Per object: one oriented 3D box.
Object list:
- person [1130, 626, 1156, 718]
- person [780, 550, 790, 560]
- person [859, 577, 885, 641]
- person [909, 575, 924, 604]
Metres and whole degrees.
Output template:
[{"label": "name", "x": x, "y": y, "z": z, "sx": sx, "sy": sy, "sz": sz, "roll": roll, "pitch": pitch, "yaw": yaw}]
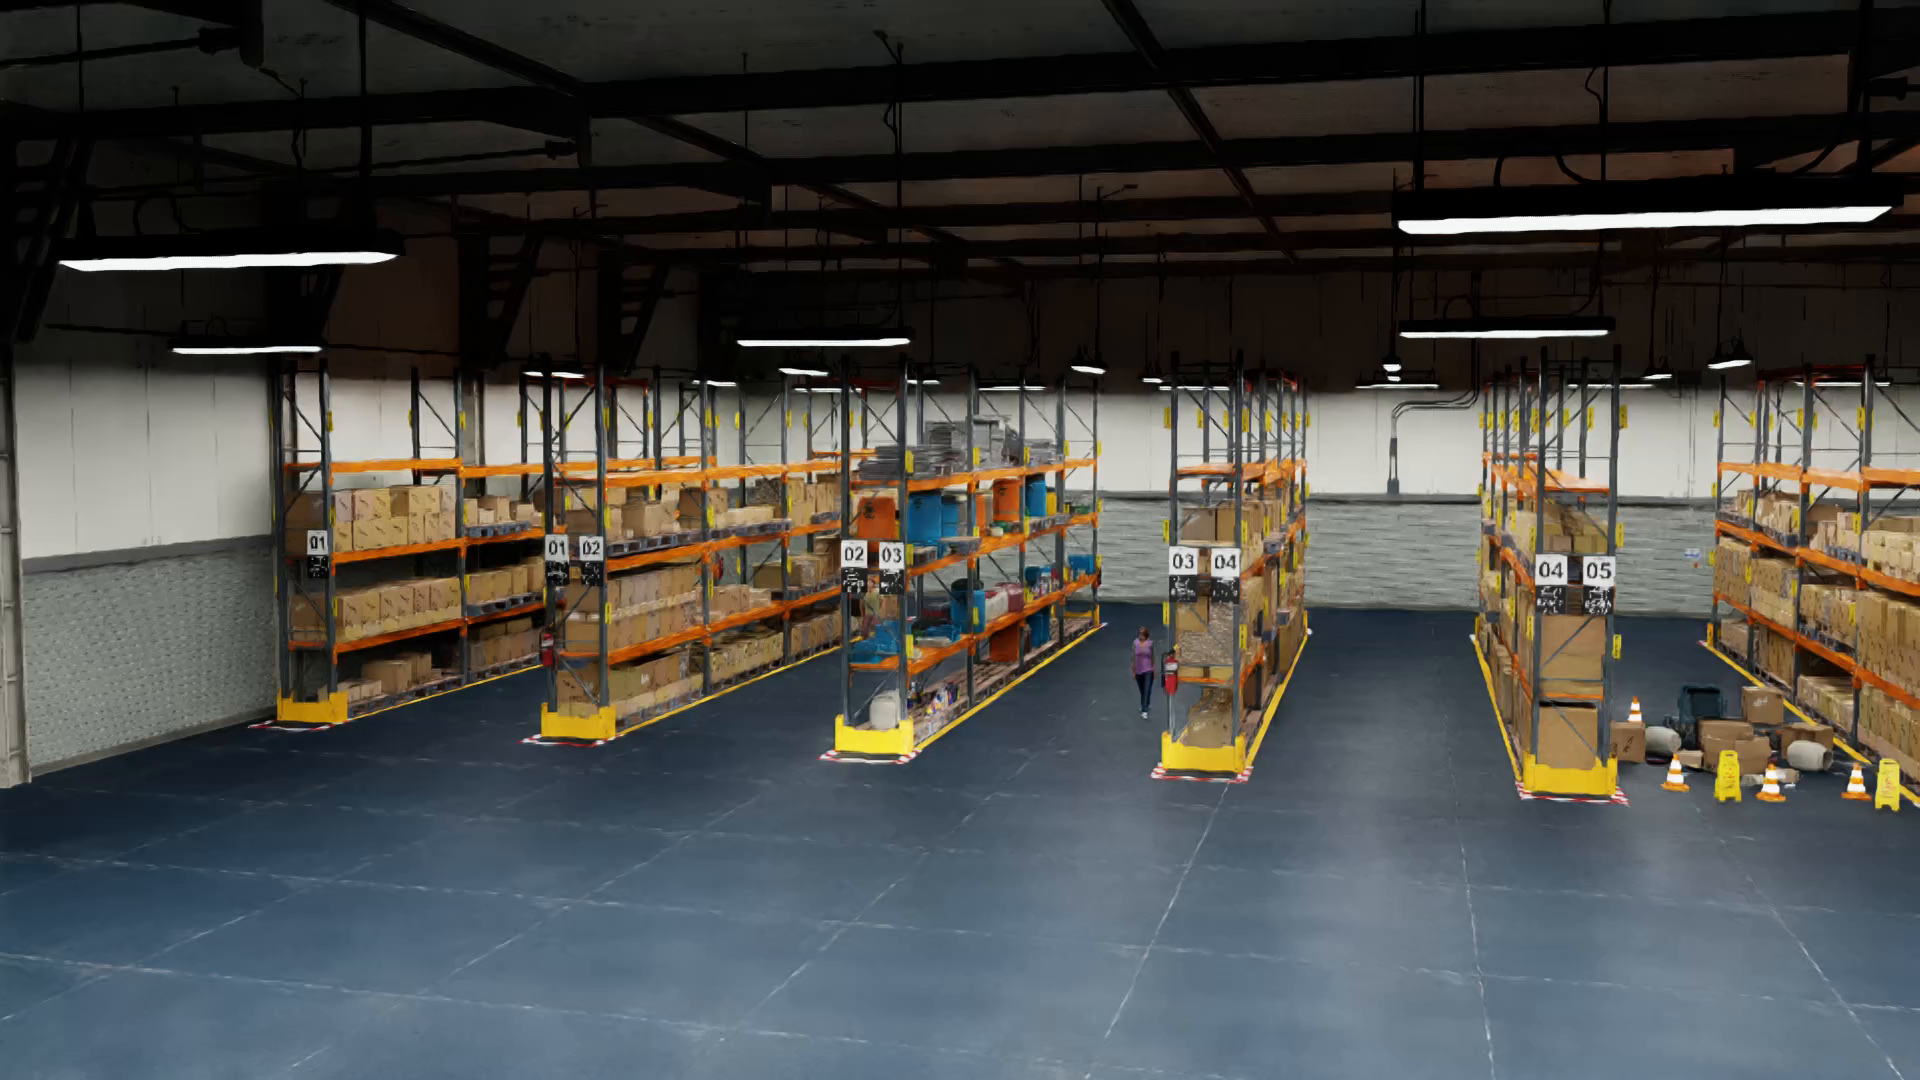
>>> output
[{"label": "person", "x": 3.092, "y": 2.206, "z": 28.148, "sx": 0.416, "sy": 1.504, "sz": 1.033, "roll": 1, "pitch": 4, "yaw": 19}, {"label": "person", "x": -4.386, "y": 1.095, "z": 41.730, "sx": 0.382, "sy": 1.789, "sz": 0.638, "roll": 1, "pitch": 4, "yaw": 9}, {"label": "person", "x": -1.905, "y": 1.608, "z": 36.066, "sx": 0.598, "sy": 1.618, "sz": 0.507, "roll": 1, "pitch": 4, "yaw": 13}, {"label": "person", "x": -1.282, "y": 0.958, "z": 44.492, "sx": 0.685, "sy": 1.672, "sz": 0.552, "roll": -3, "pitch": 5, "yaw": -37}]
